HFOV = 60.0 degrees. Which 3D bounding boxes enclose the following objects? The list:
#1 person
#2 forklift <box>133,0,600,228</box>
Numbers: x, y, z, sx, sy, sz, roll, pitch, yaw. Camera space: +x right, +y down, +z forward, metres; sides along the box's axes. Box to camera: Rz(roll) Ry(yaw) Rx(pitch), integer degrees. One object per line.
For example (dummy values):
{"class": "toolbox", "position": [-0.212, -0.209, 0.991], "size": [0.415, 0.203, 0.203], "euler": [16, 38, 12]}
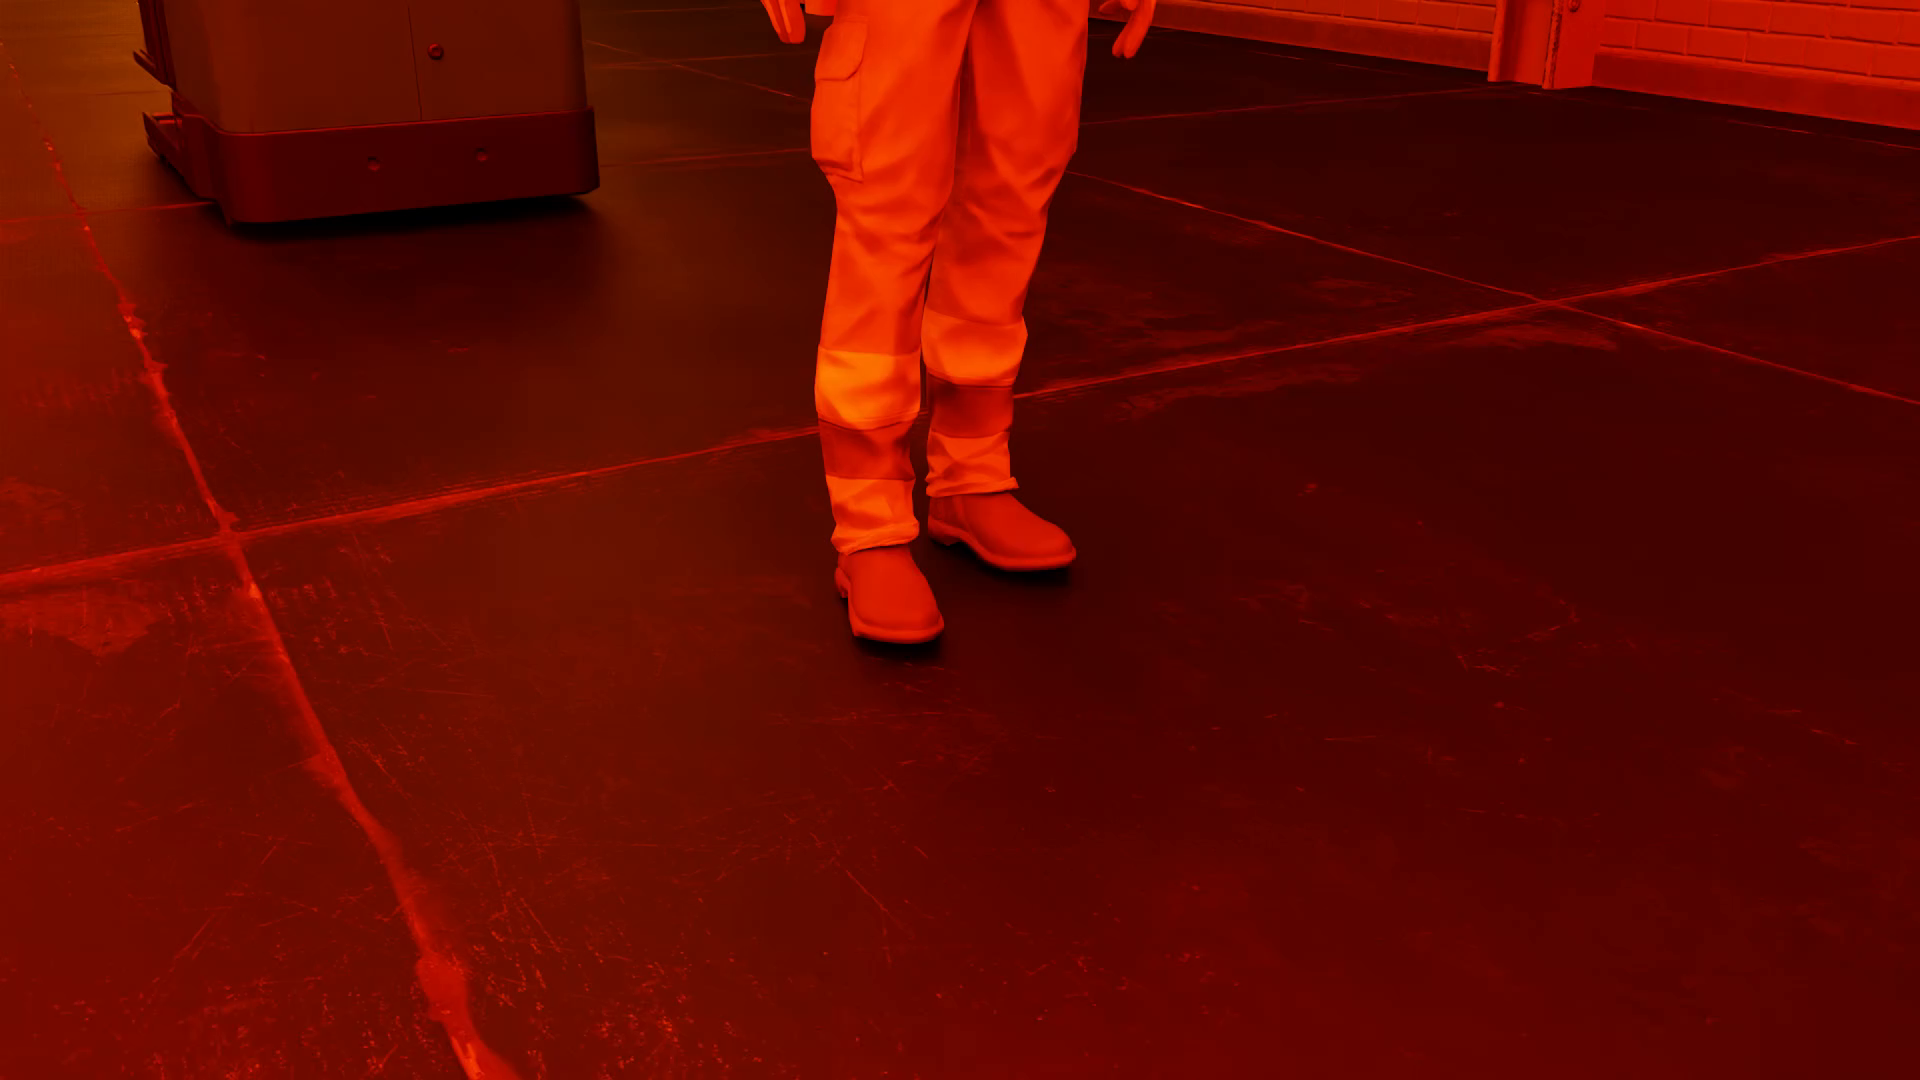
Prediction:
{"class": "person", "position": [0.029, -0.806, 2.222], "size": [0.637, 1.787, 0.564], "euler": [-12, 25, -28]}
{"class": "forklift", "position": [-2.276, -2.741, 5.453], "size": [1.130, 2.935, 3.031], "euler": [-13, 25, -28]}
